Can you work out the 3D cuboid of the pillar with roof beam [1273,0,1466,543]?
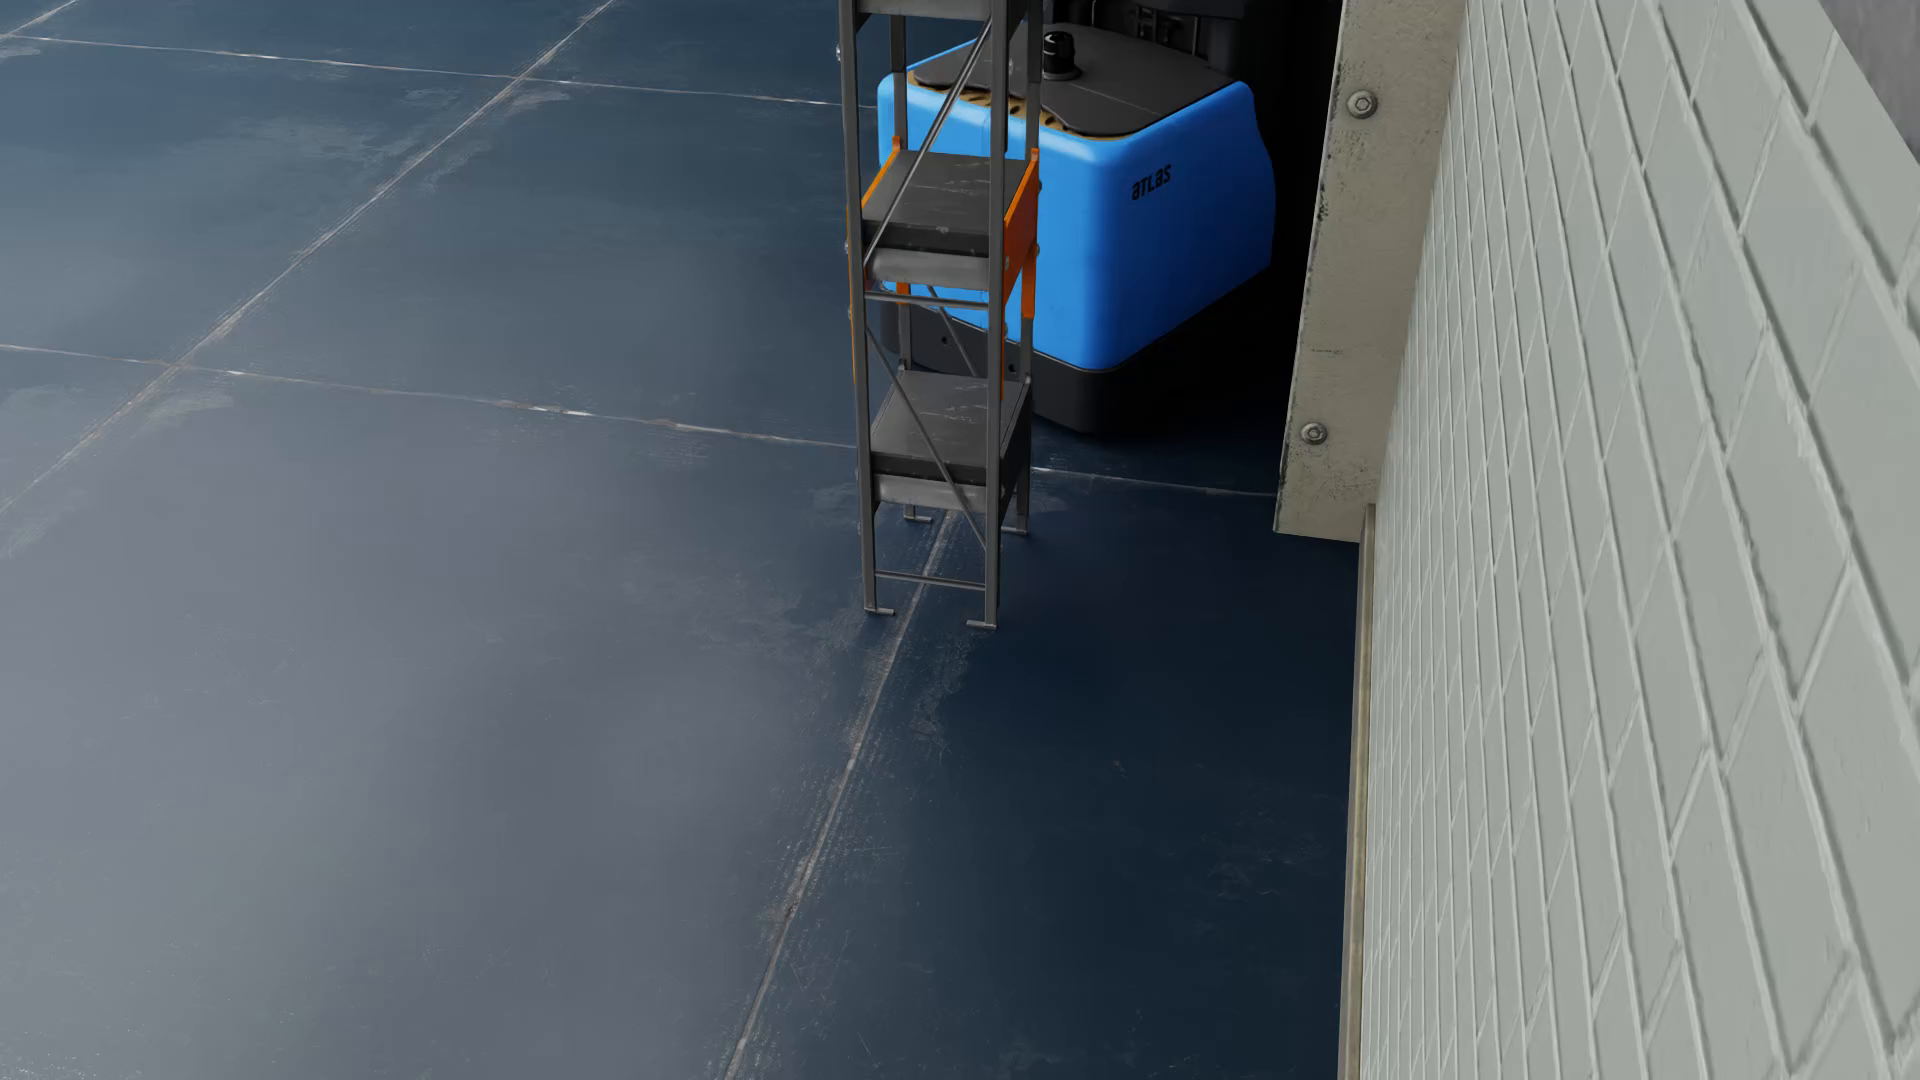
[{"bbox_3d":[-3.018,-4.303,3.520,9.100,9.000,0.400,7,37,10],"label":"pillar with roof beam"}]

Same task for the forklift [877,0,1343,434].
[{"bbox_3d":[1.039,-2.340,5.981,1.130,2.935,3.031,26,43,31],"label":"forklift"}]

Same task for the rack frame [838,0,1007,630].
[{"bbox_3d":[-0.087,-0.615,4.310,0.400,2.100,0.015,7,37,10],"label":"rack frame"}]

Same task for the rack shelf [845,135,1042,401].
[{"bbox_3d":[-0.035,-0.744,4.511,0.431,0.518,0.480,7,37,10],"label":"rack shelf"}]

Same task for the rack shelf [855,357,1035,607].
[{"bbox_3d":[-0.035,-0.177,4.922,0.431,0.518,0.480,7,37,10],"label":"rack shelf"}]

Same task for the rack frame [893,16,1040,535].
[{"bbox_3d":[0.017,-0.895,4.696,0.400,2.100,0.015,7,37,10],"label":"rack frame"}]

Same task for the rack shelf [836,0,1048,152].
[{"bbox_3d":[-0.035,-1.311,4.100,0.431,0.518,0.480,7,37,10],"label":"rack shelf"}]

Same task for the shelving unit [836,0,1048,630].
[{"bbox_3d":[-0.035,-0.755,4.503,0.431,2.100,0.503,7,37,10],"label":"shelving unit"}]
